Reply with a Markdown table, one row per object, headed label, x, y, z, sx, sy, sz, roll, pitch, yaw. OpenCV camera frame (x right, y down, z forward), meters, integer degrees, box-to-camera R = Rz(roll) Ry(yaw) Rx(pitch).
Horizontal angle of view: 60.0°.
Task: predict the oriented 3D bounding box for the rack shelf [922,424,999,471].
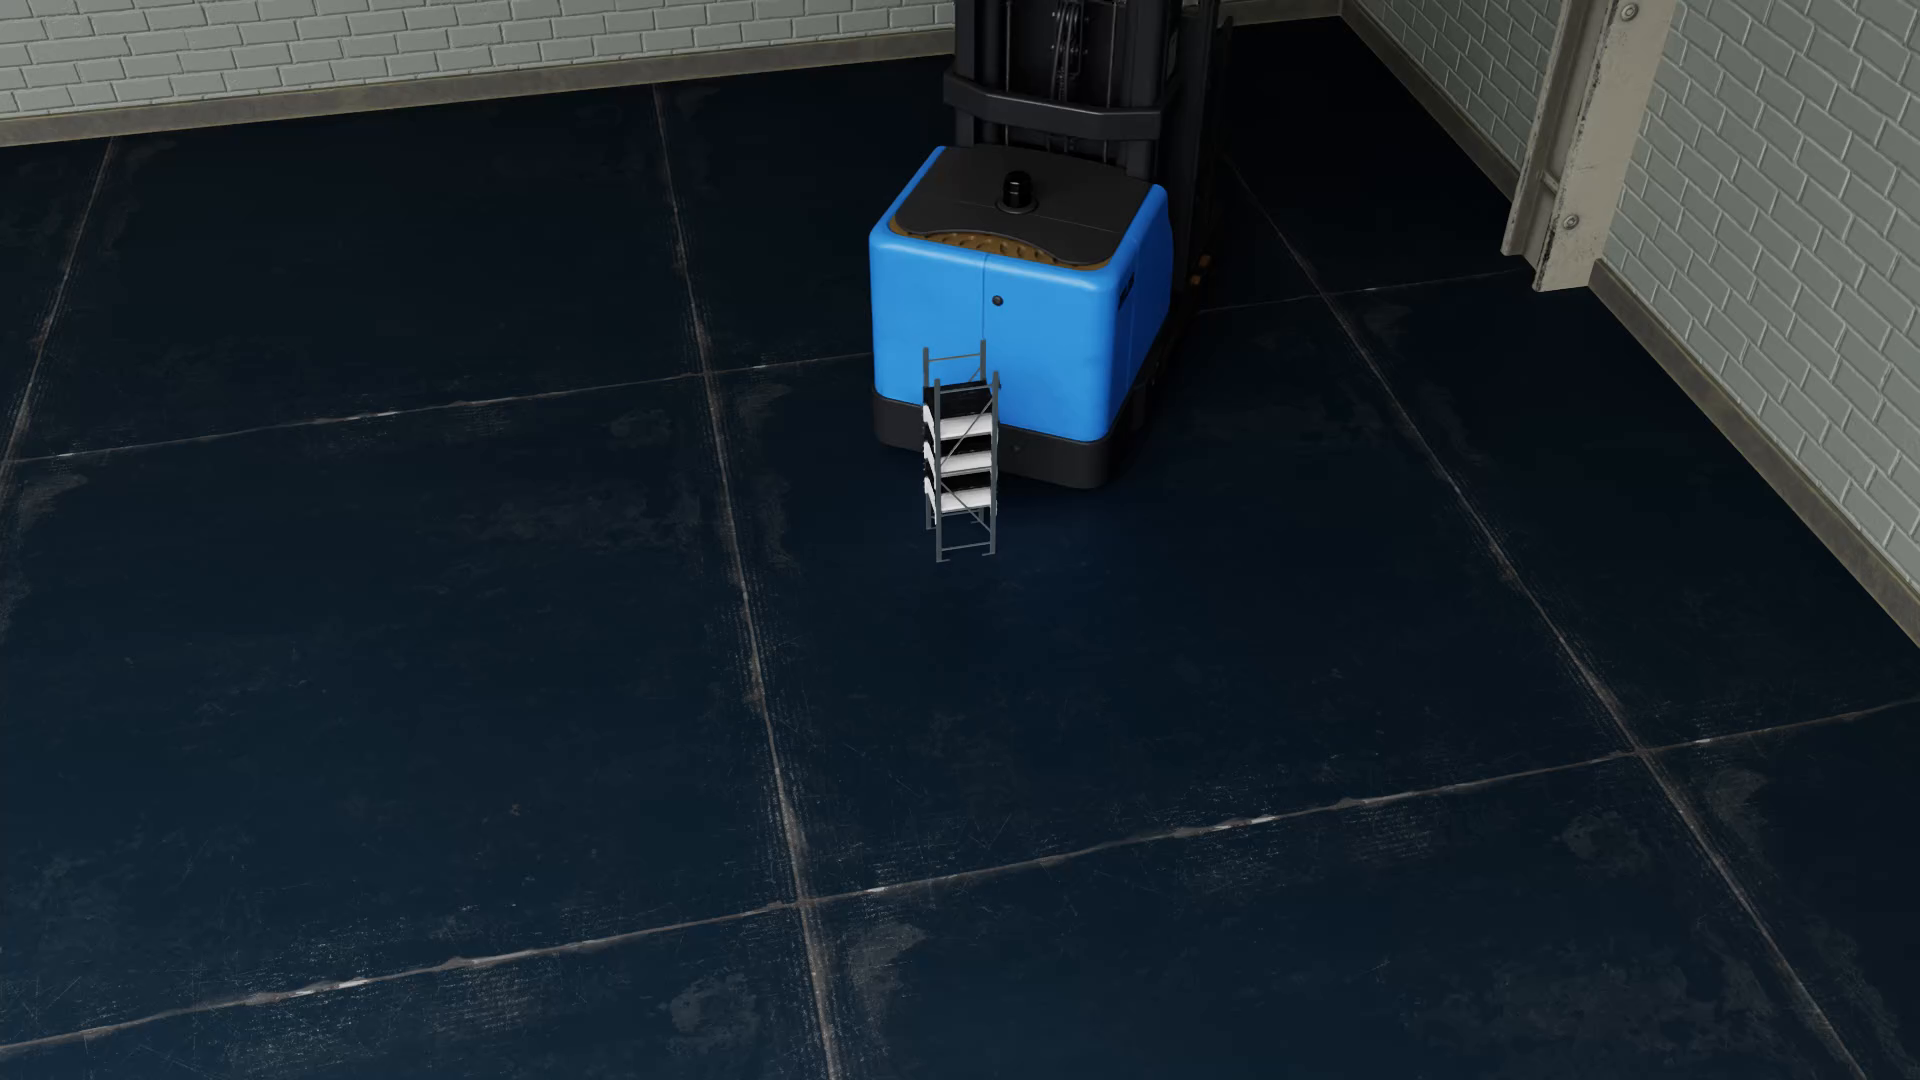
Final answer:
| label | x | y | z | sx | sy | sz | roll | pitch | yaw |
| --- | --- | --- | --- | --- | --- | --- | --- | --- | --- |
| rack shelf | 0.002 | -0.374 | 6.408 | 0.258 | 0.077 | 0.200 | -8 | 42 | -9 |

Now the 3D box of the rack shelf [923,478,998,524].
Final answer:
| label | x | y | z | sx | sy | sz | roll | pitch | yaw |
| --- | --- | --- | --- | --- | --- | --- | --- | --- | --- |
| rack shelf | 0.002 | -0.172 | 6.587 | 0.258 | 0.077 | 0.200 | -8 | 42 | -9 |

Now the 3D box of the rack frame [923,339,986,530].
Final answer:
| label | x | y | z | sx | sy | sz | roll | pitch | yaw |
| --- | --- | --- | --- | --- | --- | --- | --- | --- | --- |
| rack frame | -0.020 | -0.397 | 6.520 | 0.240 | 0.900 | 0.006 | -8 | 42 | -9 |

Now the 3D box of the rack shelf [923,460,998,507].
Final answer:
| label | x | y | z | sx | sy | sz | roll | pitch | yaw |
| --- | --- | --- | --- | --- | --- | --- | --- | --- | --- |
| rack shelf | 0.002 | -0.239 | 6.527 | 0.258 | 0.077 | 0.200 | -8 | 42 | -9 |

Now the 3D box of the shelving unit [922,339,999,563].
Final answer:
| label | x | y | z | sx | sy | sz | roll | pitch | yaw |
| --- | --- | --- | --- | --- | --- | --- | --- | --- | --- |
| shelving unit | 0.002 | -0.331 | 6.445 | 0.258 | 0.900 | 0.210 | -8 | 42 | -9 |

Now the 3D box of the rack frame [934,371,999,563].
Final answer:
| label | x | y | z | sx | sy | sz | roll | pitch | yaw |
| --- | --- | --- | --- | --- | --- | --- | --- | --- | --- |
| rack frame | 0.024 | -0.265 | 6.371 | 0.240 | 0.900 | 0.006 | -8 | 42 | -9 |

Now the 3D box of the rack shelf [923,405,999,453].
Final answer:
| label | x | y | z | sx | sy | sz | roll | pitch | yaw |
| --- | --- | --- | --- | --- | --- | --- | --- | --- | --- |
| rack shelf | 0.002 | -0.441 | 6.348 | 0.258 | 0.077 | 0.200 | -8 | 42 | -9 |

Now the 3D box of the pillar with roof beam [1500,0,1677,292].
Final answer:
| label | x | y | z | sx | sy | sz | roll | pitch | yaw |
| --- | --- | --- | --- | --- | --- | --- | --- | --- | --- |
| pillar with roof beam | -1.284 | -4.108 | 4.600 | 9.100 | 9.000 | 0.400 | -8 | 42 | -9 |

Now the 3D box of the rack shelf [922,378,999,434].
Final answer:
| label | x | y | z | sx | sy | sz | roll | pitch | yaw |
| --- | --- | --- | --- | --- | --- | --- | --- | --- | --- |
| rack shelf | 0.002 | -0.508 | 6.288 | 0.258 | 0.077 | 0.200 | -8 | 42 | -9 |

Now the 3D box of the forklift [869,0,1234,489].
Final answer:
| label | x | y | z | sx | sy | sz | roll | pitch | yaw |
| --- | --- | --- | --- | --- | --- | --- | --- | --- | --- |
| forklift | 0.614 | -2.294 | 7.126 | 1.130 | 2.935 | 3.031 | 14 | 43 | 15 |

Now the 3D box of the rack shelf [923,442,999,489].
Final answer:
| label | x | y | z | sx | sy | sz | roll | pitch | yaw |
| --- | --- | --- | --- | --- | --- | --- | --- | --- | --- |
| rack shelf | 0.002 | -0.306 | 6.467 | 0.258 | 0.077 | 0.200 | -8 | 42 | -9 |
